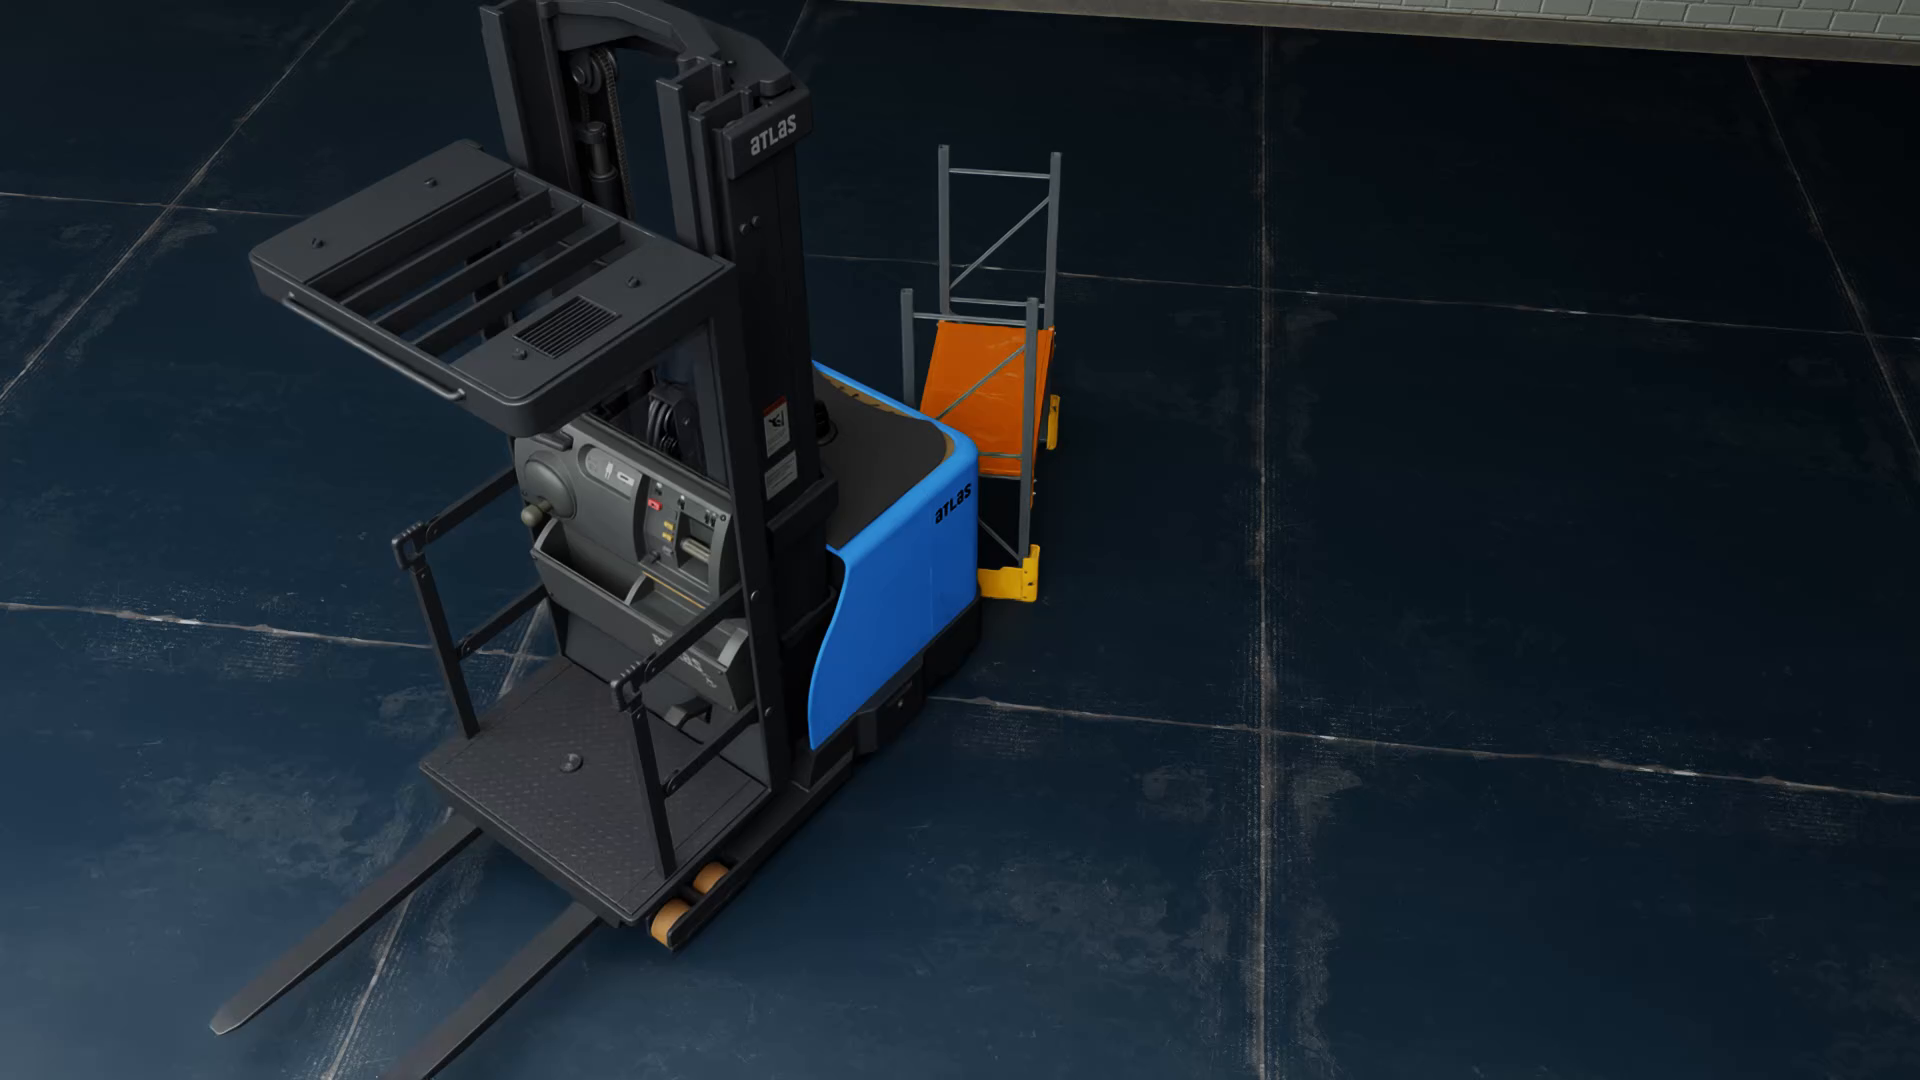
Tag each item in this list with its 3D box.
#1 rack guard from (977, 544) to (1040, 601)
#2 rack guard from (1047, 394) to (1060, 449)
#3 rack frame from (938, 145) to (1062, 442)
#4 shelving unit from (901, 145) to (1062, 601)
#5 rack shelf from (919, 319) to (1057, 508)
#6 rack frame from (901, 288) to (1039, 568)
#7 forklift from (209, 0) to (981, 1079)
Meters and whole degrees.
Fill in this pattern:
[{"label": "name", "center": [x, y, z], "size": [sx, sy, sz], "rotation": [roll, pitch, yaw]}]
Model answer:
[{"label": "rack guard", "center": [0.036, 0.114, 6.948], "size": [0.587, 0.250, 0.087], "rotation": [5, 44, 5]}, {"label": "rack guard", "center": [0.160, -0.565, 7.665], "size": [0.587, 0.250, 0.087], "rotation": [5, 44, 5]}, {"label": "rack frame", "center": [0.162, -1.032, 7.249], "size": [0.500, 1.500, 0.032], "rotation": [5, 44, 5]}, {"label": "shelving unit", "center": [0.098, -0.679, 6.877], "size": [0.587, 1.500, 1.083], "rotation": [5, 44, 5]}, {"label": "rack shelf", "center": [0.099, -0.555, 7.007], "size": [0.538, 0.185, 1.000], "rotation": [5, 44, 5]}, {"label": "rack frame", "center": [0.035, -0.339, 6.517], "size": [0.500, 1.500, 0.032], "rotation": [5, 44, 5]}, {"label": "forklift", "center": [-1.209, -0.044, 5.165], "size": [1.130, 2.935, 3.031], "rotation": [28, 50, 26]}]
